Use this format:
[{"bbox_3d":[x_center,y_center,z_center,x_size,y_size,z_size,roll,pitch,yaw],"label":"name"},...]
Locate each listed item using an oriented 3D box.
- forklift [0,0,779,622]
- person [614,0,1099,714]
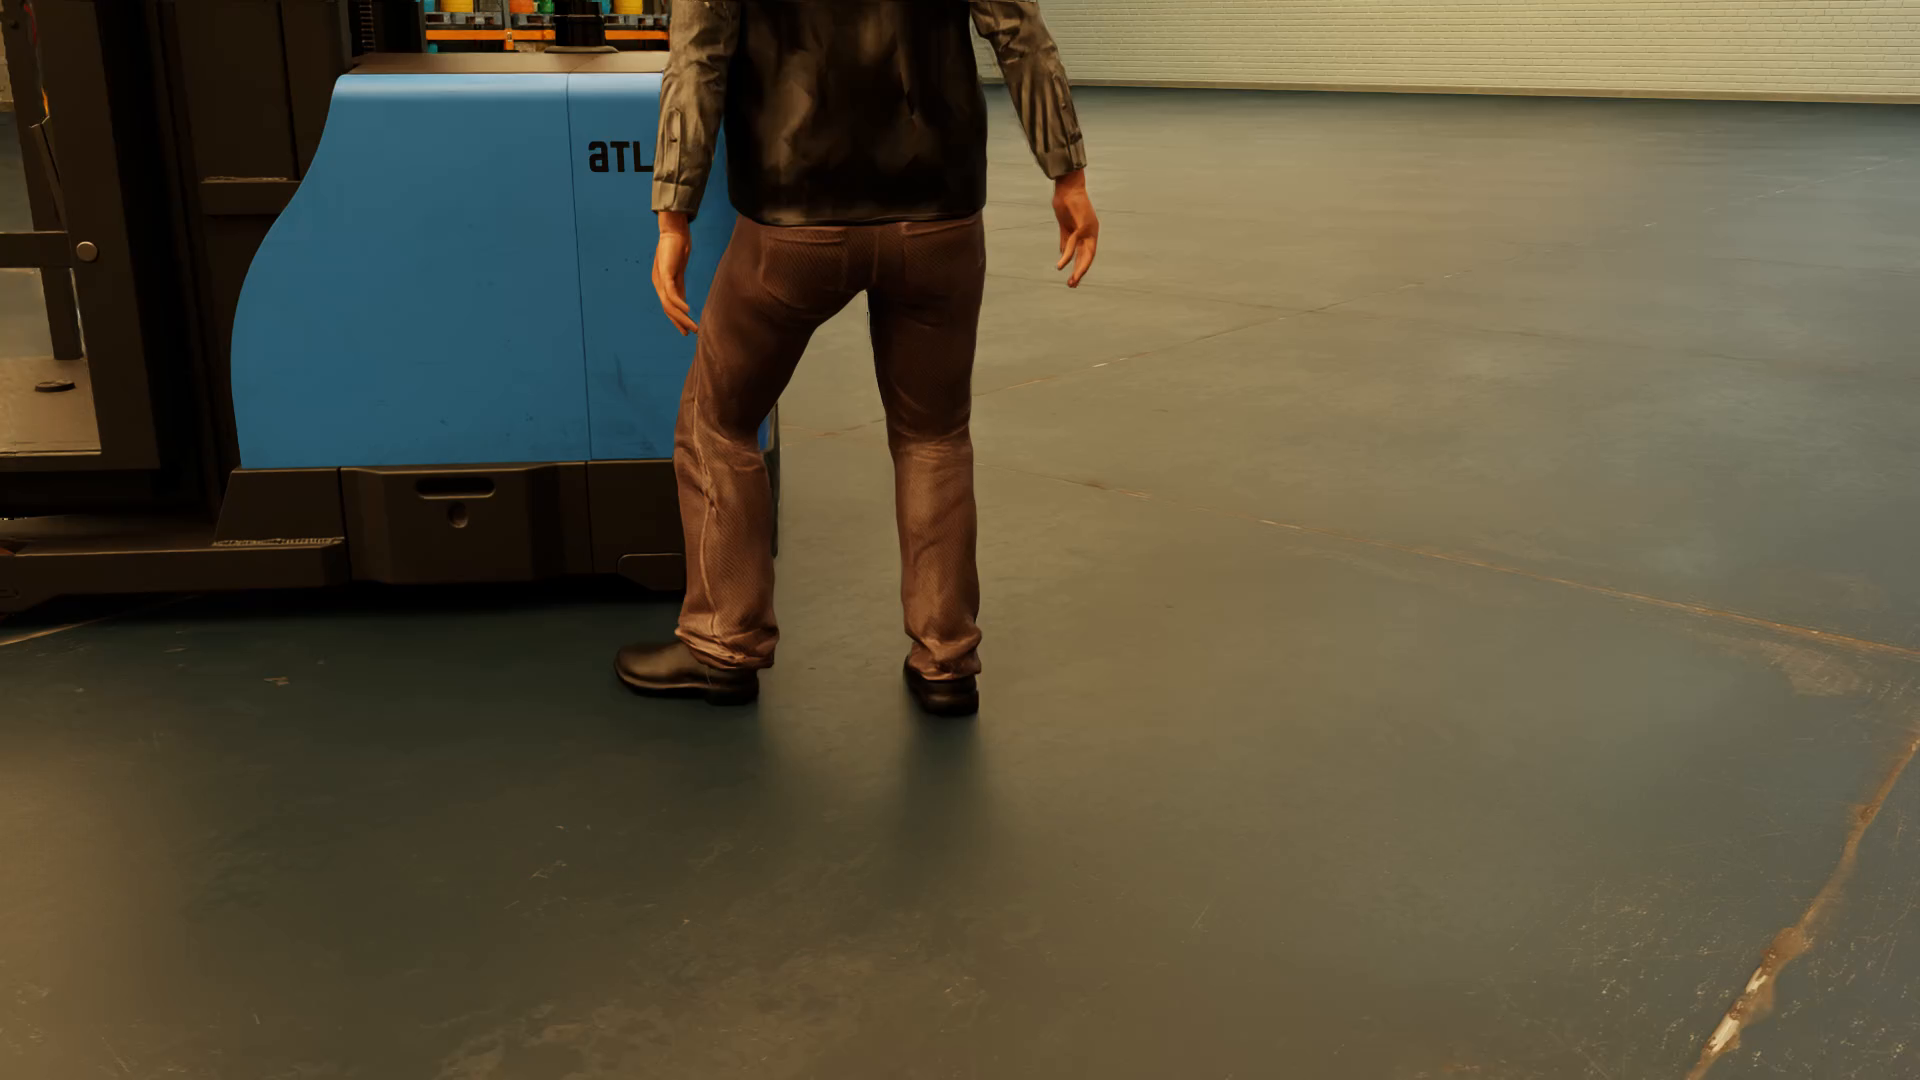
[{"bbox_3d":[-1.944,-1.381,3.446,3.031,2.935,1.130,-2,17,-5],"label":"forklift"},{"bbox_3d":[-0.195,-0.526,2.823,0.864,1.694,0.408,-3,17,-11],"label":"person"}]
